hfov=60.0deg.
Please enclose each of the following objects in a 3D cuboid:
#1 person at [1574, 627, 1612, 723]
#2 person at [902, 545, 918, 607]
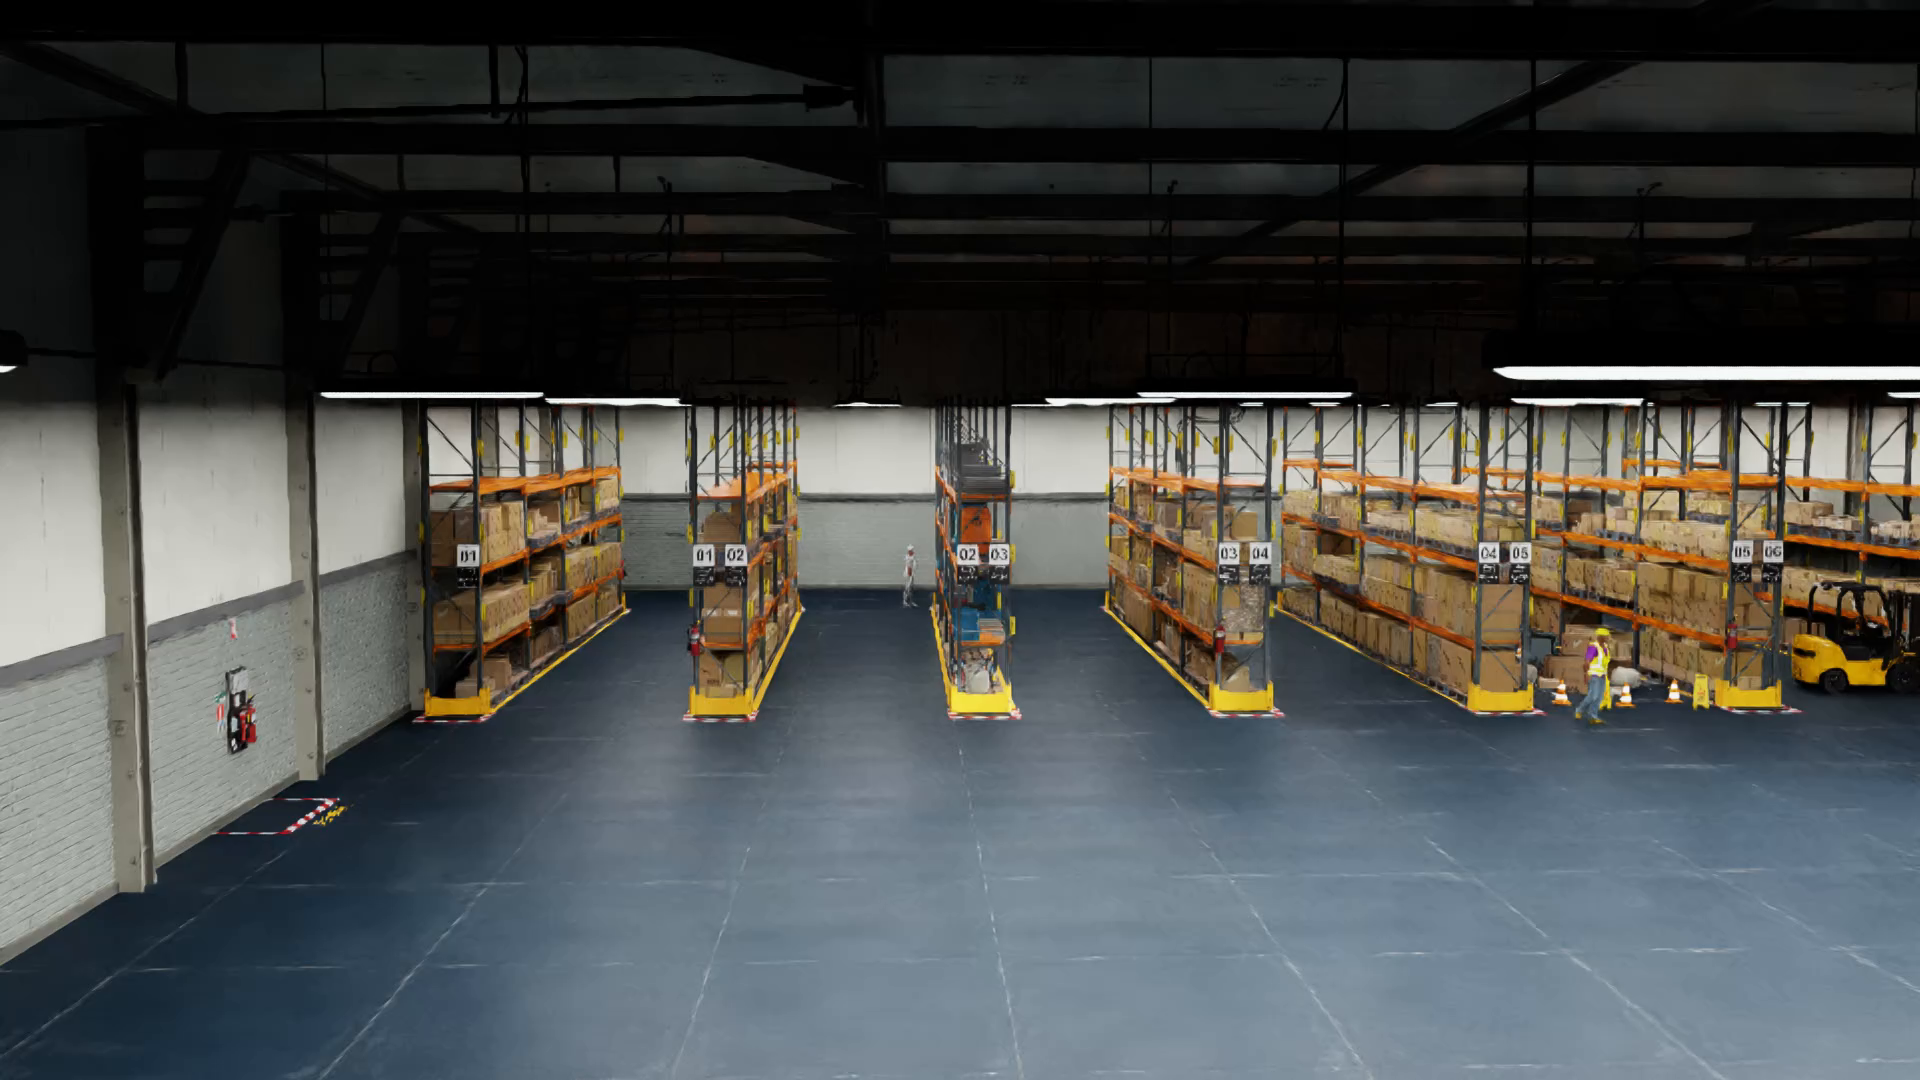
[{"bbox_3d":[11.565,2.461,30.363,0.615,1.757,0.577,-3,6,-38],"label":"person"},{"bbox_3d":[-1.438,1.034,48.181,0.468,1.784,0.696,0,4,-1],"label":"person"}]
